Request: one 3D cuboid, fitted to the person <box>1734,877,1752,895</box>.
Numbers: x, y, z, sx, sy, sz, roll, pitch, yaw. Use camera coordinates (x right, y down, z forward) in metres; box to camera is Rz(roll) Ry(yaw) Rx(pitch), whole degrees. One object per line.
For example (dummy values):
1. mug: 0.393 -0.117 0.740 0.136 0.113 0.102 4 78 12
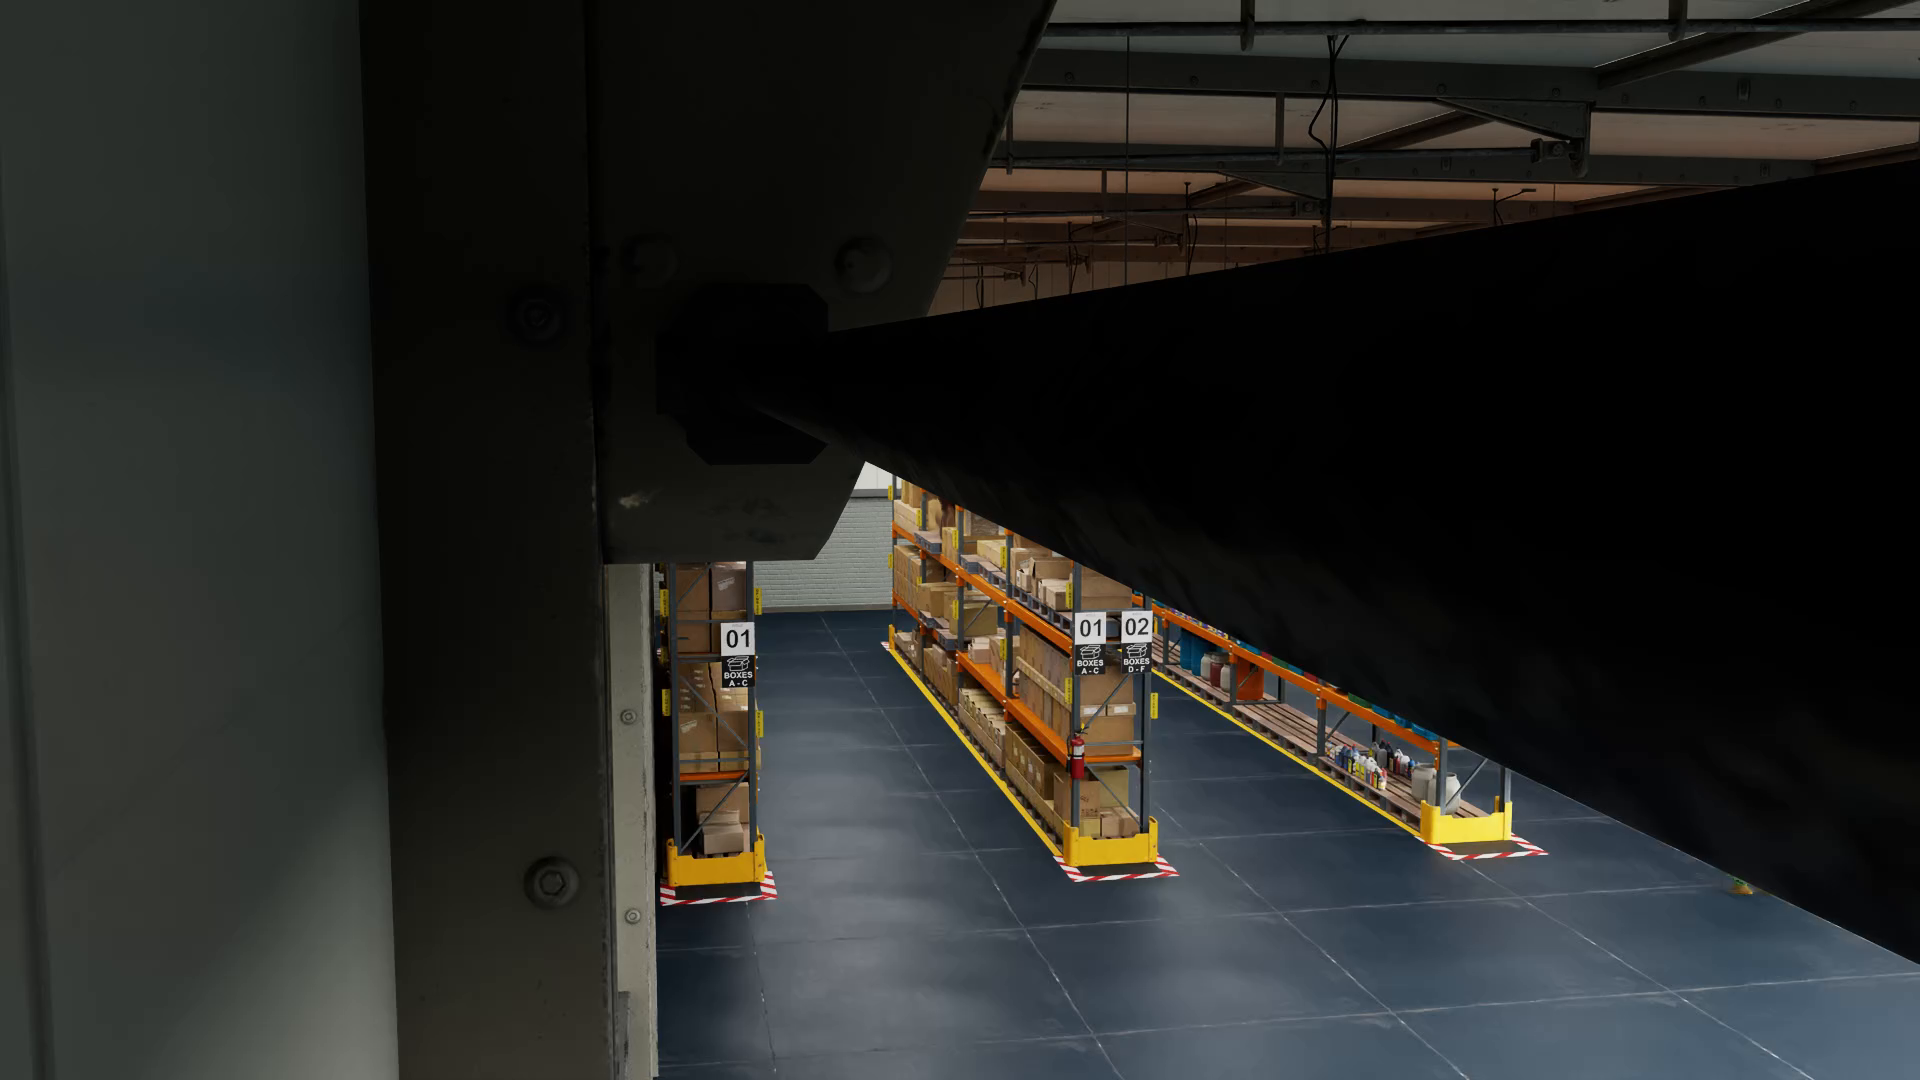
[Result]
1. person: 9.707 3.369 19.701 0.720 1.697 0.821 -6 9 -44
